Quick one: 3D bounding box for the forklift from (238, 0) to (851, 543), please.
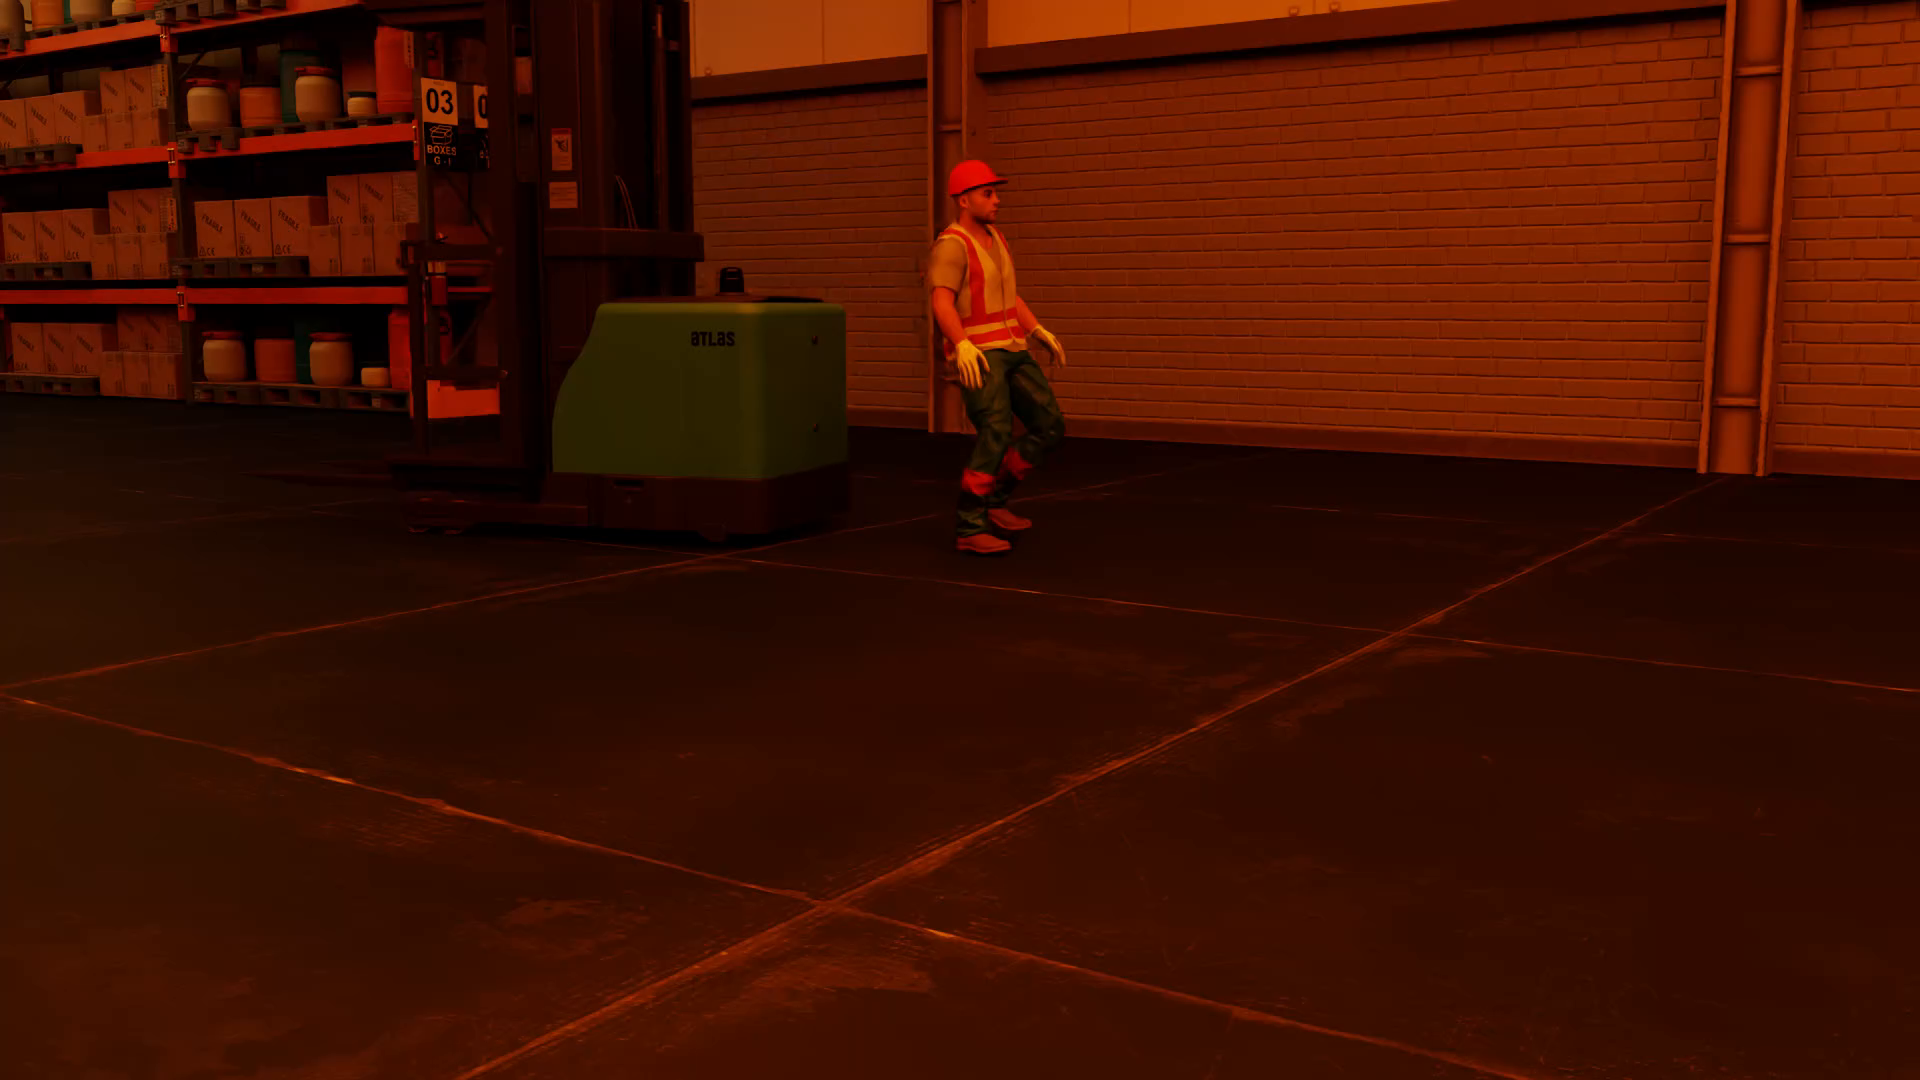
[{"bbox_3d":[-2.109,-1.541,8.029,3.031,2.935,1.130,3,9,19],"label":"forklift"}]

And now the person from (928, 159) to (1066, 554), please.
[{"bbox_3d":[0.148,-0.819,7.354,0.570,1.700,0.806,6,10,35],"label":"person"}]
